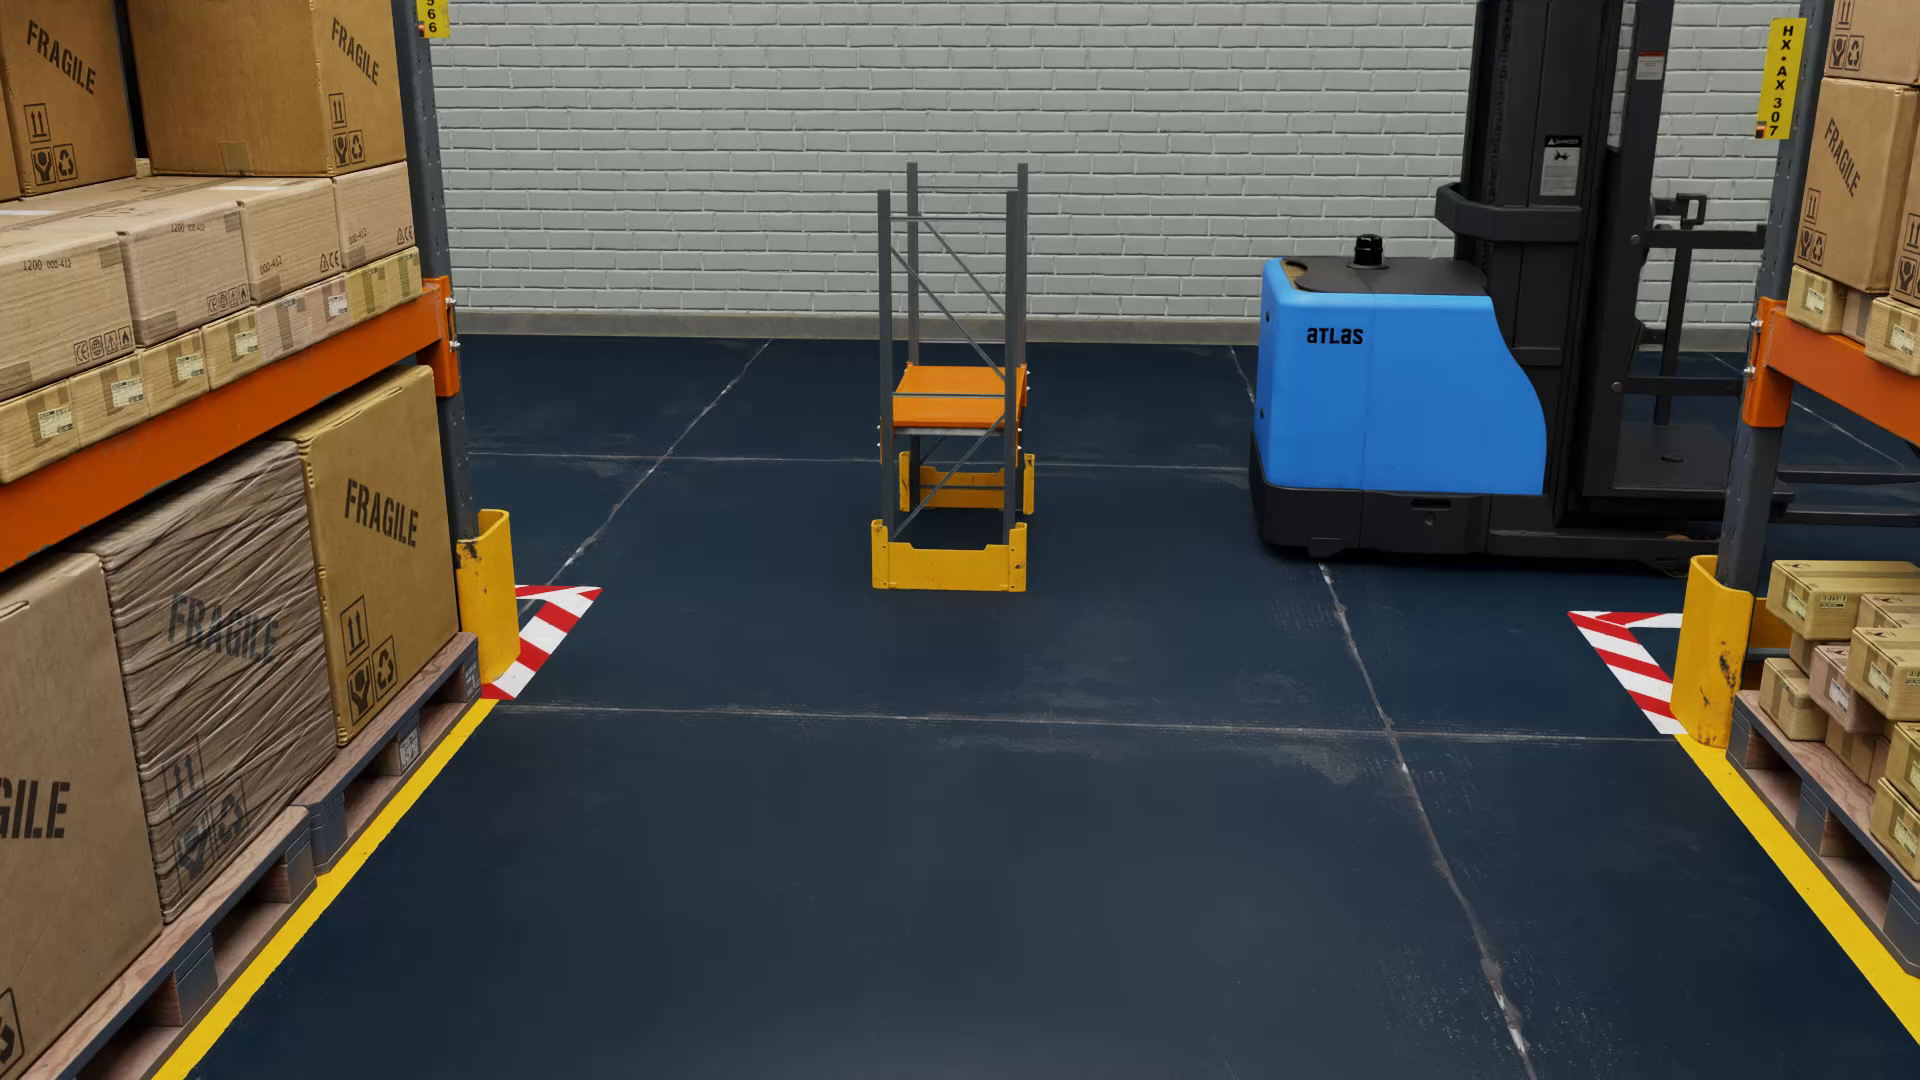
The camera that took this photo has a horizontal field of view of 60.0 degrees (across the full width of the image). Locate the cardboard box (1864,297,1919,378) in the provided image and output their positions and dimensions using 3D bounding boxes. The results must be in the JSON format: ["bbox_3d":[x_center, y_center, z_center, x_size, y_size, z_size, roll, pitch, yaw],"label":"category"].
[{"bbox_3d":[2.434,-0.487,3.996,0.380,0.149,0.250,1,18,2],"label":"cardboard box"}]

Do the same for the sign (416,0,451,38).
[{"bbox_3d":[-1.566,-1.651,4.904,0.100,0.325,0.005,1,18,4],"label":"sign"}]

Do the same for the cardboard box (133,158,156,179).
[{"bbox_3d":[-2.410,-0.931,4.711,0.500,0.250,0.500,1,18,2],"label":"cardboard box"}]

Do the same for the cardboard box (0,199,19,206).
[{"bbox_3d":[-2.481,-0.614,3.742,0.500,0.250,0.500,1,18,2],"label":"cardboard box"}]

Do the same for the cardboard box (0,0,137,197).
[{"bbox_3d":[-2.446,-1.132,4.121,0.500,0.500,0.500,1,18,3],"label":"cardboard box"}]

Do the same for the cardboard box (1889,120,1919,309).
[{"bbox_3d":[2.513,-0.751,3.760,0.500,0.500,0.500,1,18,4],"label":"cardboard box"}]

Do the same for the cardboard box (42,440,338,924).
[{"bbox_3d":[-2.138,0.289,3.962,0.875,0.875,0.875,1,18,4],"label":"cardboard box"}]

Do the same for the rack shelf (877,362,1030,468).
[{"bbox_3d":[-0.006,-0.515,6.665,0.538,0.185,1.000,1,18,4],"label":"rack shelf"}]

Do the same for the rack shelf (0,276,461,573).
[{"bbox_3d":[-2.250,-0.041,3.387,1.077,0.370,4.000,1,18,4],"label":"rack shelf"}]

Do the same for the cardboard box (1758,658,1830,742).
[{"bbox_3d":[2.476,0.449,4.641,0.380,0.149,0.250,2,18,5],"label":"cardboard box"}]

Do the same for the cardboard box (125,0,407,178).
[{"bbox_3d":[-1.879,-1.274,4.551,0.500,0.500,0.500,2,18,5],"label":"cardboard box"}]

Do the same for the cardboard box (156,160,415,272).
[{"bbox_3d":[-1.877,-0.918,4.671,0.500,0.250,0.500,1,18,3],"label":"cardboard box"}]

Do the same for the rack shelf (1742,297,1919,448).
[{"bbox_3d":[2.690,0.101,2.954,1.077,0.370,4.000,1,18,4],"label":"rack shelf"}]

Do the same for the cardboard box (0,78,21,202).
[{"bbox_3d":[-2.477,-0.971,3.629,0.500,0.500,0.500,1,18,2],"label":"cardboard box"}]

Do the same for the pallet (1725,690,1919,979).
[{"bbox_3d":[2.734,0.738,4.332,1.003,0.211,1.213,1,18,4],"label":"pallet"}]

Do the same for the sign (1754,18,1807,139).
[{"bbox_3d":[2.292,-1.286,4.639,0.100,0.325,0.005,1,18,4],"label":"sign"}]

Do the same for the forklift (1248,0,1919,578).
[{"bbox_3d":[2.765,-1.414,6.530,3.031,2.935,1.130,2,18,6],"label":"forklift"}]

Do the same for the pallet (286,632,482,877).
[{"bbox_3d":[-2.086,0.571,4.842,1.003,0.211,1.213,1,18,4],"label":"pallet"}]

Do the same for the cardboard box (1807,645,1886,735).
[{"bbox_3d":[2.464,0.392,4.335,0.380,0.149,0.250,1,18,4],"label":"cardboard box"}]

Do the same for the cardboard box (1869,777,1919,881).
[{"bbox_3d":[2.401,0.686,3.917,0.380,0.149,0.250,2,18,5],"label":"cardboard box"}]

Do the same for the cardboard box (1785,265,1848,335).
[{"bbox_3d":[2.483,-0.650,4.492,0.380,0.149,0.250,1,18,3],"label":"cardboard box"}]

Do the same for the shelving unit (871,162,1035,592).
[{"bbox_3d":[-0.005,-0.689,6.617,0.587,1.500,1.083,1,18,4],"label":"shelving unit"}]

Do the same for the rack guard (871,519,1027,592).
[{"bbox_3d":[-0.041,0.060,6.340,0.587,0.250,0.087,1,18,4],"label":"rack guard"}]

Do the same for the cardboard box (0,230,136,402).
[{"bbox_3d":[-1.983,-0.441,3.213,0.500,0.250,0.500,1,18,4],"label":"cardboard box"}]

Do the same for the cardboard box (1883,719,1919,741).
[{"bbox_3d":[2.534,0.470,4.097,0.380,0.149,0.250,2,18,5],"label":"cardboard box"}]

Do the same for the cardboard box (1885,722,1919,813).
[{"bbox_3d":[2.408,0.548,3.861,0.380,0.149,0.250,2,18,6],"label":"cardboard box"}]

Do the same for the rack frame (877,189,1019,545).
[{"bbox_3d":[-0.043,-0.528,6.127,0.500,1.500,0.032,1,18,4],"label":"rack frame"}]

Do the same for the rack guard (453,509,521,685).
[{"bbox_3d":[-2.105,0.176,5.583,1.175,0.500,0.348,1,18,4],"label":"rack guard"}]

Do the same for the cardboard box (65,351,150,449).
[{"bbox_3d":[-1.914,-0.292,3.401,0.380,0.149,0.250,2,18,5],"label":"cardboard box"}]

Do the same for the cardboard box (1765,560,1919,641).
[{"bbox_3d":[2.457,0.165,4.550,0.380,0.149,0.250,0,18,1],"label":"cardboard box"}]

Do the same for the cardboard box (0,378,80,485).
[{"bbox_3d":[-1.930,-0.211,3.154,0.380,0.149,0.250,1,18,2],"label":"cardboard box"}]

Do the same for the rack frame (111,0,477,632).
[{"bbox_3d":[-2.107,-1.004,5.171,1.000,3.000,0.127,1,18,4],"label":"rack frame"}]

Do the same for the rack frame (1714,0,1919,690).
[{"bbox_3d":[2.833,-0.862,4.737,1.000,3.000,0.127,1,18,4],"label":"rack frame"}]

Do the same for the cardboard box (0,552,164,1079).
[{"bbox_3d":[-2.202,0.565,3.118,0.875,0.875,0.875,1,18,4],"label":"cardboard box"}]

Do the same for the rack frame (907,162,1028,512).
[{"bbox_3d":[0.030,-0.844,7.090,0.500,1.500,0.032,1,18,4],"label":"rack frame"}]

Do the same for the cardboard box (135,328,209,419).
[{"bbox_3d":[-1.894,-0.369,3.636,0.380,0.149,0.250,1,18,4],"label":"cardboard box"}]

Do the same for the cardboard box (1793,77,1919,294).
[{"bbox_3d":[2.526,-0.918,4.269,0.500,0.500,0.500,2,18,7],"label":"cardboard box"}]

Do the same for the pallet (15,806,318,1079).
[{"bbox_3d":[-2.176,0.949,3.689,1.003,0.211,1.213,1,18,4],"label":"pallet"}]

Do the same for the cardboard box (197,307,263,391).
[{"bbox_3d":[-1.876,-0.450,3.882,0.380,0.149,0.250,1,18,3],"label":"cardboard box"}]

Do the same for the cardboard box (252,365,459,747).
[{"bbox_3d":[-2.073,0.006,4.824,0.875,0.875,0.875,1,18,4],"label":"cardboard box"}]

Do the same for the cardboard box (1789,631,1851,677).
[{"bbox_3d":[2.540,0.309,4.590,0.380,0.149,0.250,2,18,6],"label":"cardboard box"}]

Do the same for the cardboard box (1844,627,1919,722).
[{"bbox_3d":[2.411,0.329,4.050,0.380,0.149,0.250,1,18,4],"label":"cardboard box"}]

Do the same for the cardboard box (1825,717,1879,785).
[{"bbox_3d":[2.539,0.532,4.387,0.380,0.149,0.250,1,18,4],"label":"cardboard box"}]

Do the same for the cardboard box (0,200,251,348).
[{"bbox_3d":[-1.950,-0.602,3.707,0.500,0.250,0.500,1,18,2],"label":"cardboard box"}]

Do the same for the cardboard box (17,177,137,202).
[{"bbox_3d":[-2.441,-0.770,4.218,0.500,0.250,0.500,1,18,3],"label":"cardboard box"}]

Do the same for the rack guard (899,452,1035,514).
[{"bbox_3d":[0.030,-0.250,7.284,0.587,0.250,0.087,1,18,4],"label":"rack guard"}]

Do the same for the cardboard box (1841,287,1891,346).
[{"bbox_3d":[2.506,-0.570,4.248,0.380,0.149,0.250,2,18,6],"label":"cardboard box"}]

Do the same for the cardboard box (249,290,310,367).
[{"bbox_3d":[-1.859,-0.530,4.128,0.380,0.149,0.250,2,18,5],"label":"cardboard box"}]

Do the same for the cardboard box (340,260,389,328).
[{"bbox_3d":[-1.821,-0.686,4.604,0.380,0.149,0.250,1,18,4],"label":"cardboard box"}]

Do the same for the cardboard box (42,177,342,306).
[{"bbox_3d":[-1.914,-0.760,4.190,0.500,0.250,0.500,1,18,3],"label":"cardboard box"}]

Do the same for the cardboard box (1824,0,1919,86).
[{"bbox_3d":[2.536,-1.393,4.112,0.500,0.500,0.500,1,18,4],"label":"cardboard box"}]

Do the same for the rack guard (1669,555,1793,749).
[{"bbox_3d":[2.828,0.349,5.054,1.175,0.500,0.348,1,18,4],"label":"rack guard"}]

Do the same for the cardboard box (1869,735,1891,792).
[{"bbox_3d":[2.528,0.609,4.151,0.380,0.149,0.250,1,18,5],"label":"cardboard box"}]

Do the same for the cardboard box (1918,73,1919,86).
[{"bbox_3d":[2.507,-1.236,3.633,0.500,0.500,0.500,2,18,6],"label":"cardboard box"}]

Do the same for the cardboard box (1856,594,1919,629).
[{"bbox_3d":[2.557,0.254,4.280,0.380,0.149,0.250,2,18,5],"label":"cardboard box"}]

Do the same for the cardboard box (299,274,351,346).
[{"bbox_3d":[-1.840,-0.608,4.364,0.380,0.149,0.250,1,18,4],"label":"cardboard box"}]

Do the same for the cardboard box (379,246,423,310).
[{"bbox_3d":[-1.804,-0.767,4.850,0.380,0.149,0.250,2,18,5],"label":"cardboard box"}]
